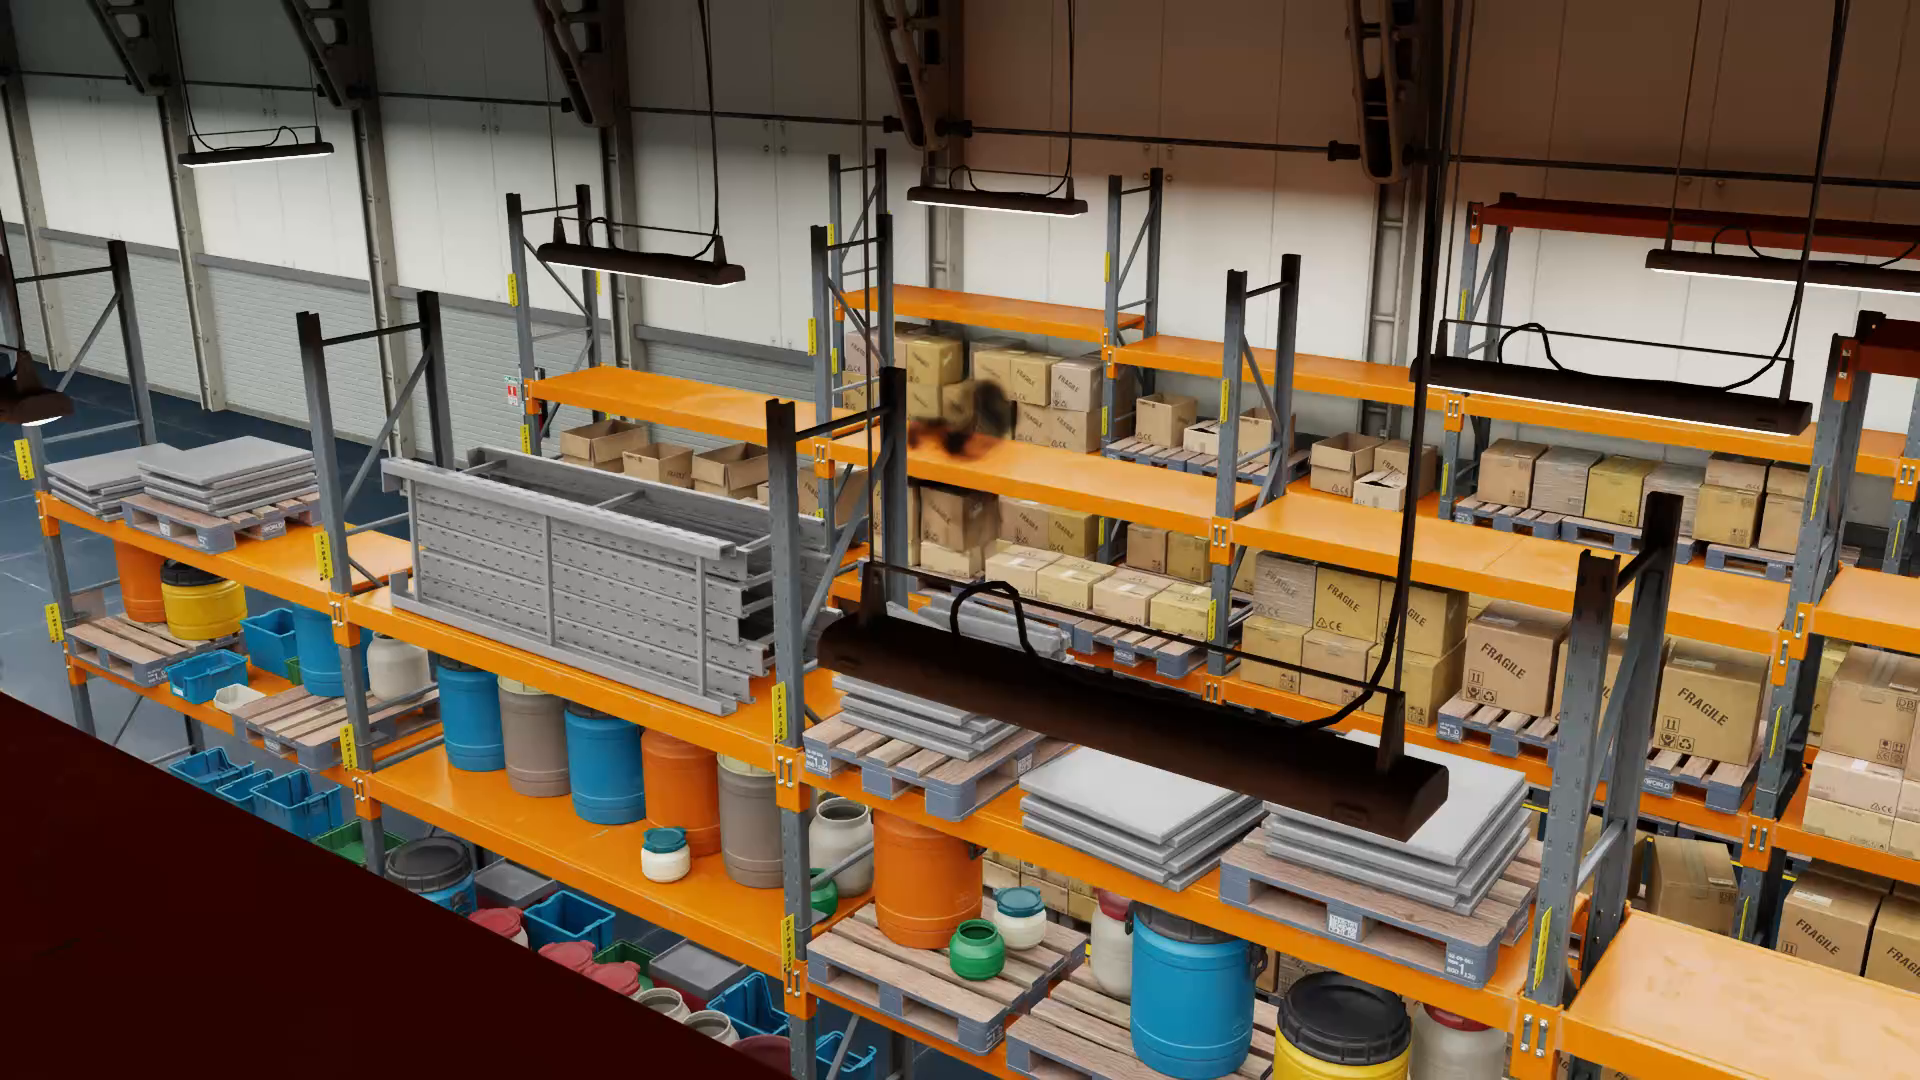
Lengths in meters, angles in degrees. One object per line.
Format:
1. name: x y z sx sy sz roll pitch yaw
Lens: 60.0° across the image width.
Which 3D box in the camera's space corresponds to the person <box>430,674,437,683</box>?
1. person: -6.338 1.194 18.936 0.651 1.709 0.668 -5 19 -16
